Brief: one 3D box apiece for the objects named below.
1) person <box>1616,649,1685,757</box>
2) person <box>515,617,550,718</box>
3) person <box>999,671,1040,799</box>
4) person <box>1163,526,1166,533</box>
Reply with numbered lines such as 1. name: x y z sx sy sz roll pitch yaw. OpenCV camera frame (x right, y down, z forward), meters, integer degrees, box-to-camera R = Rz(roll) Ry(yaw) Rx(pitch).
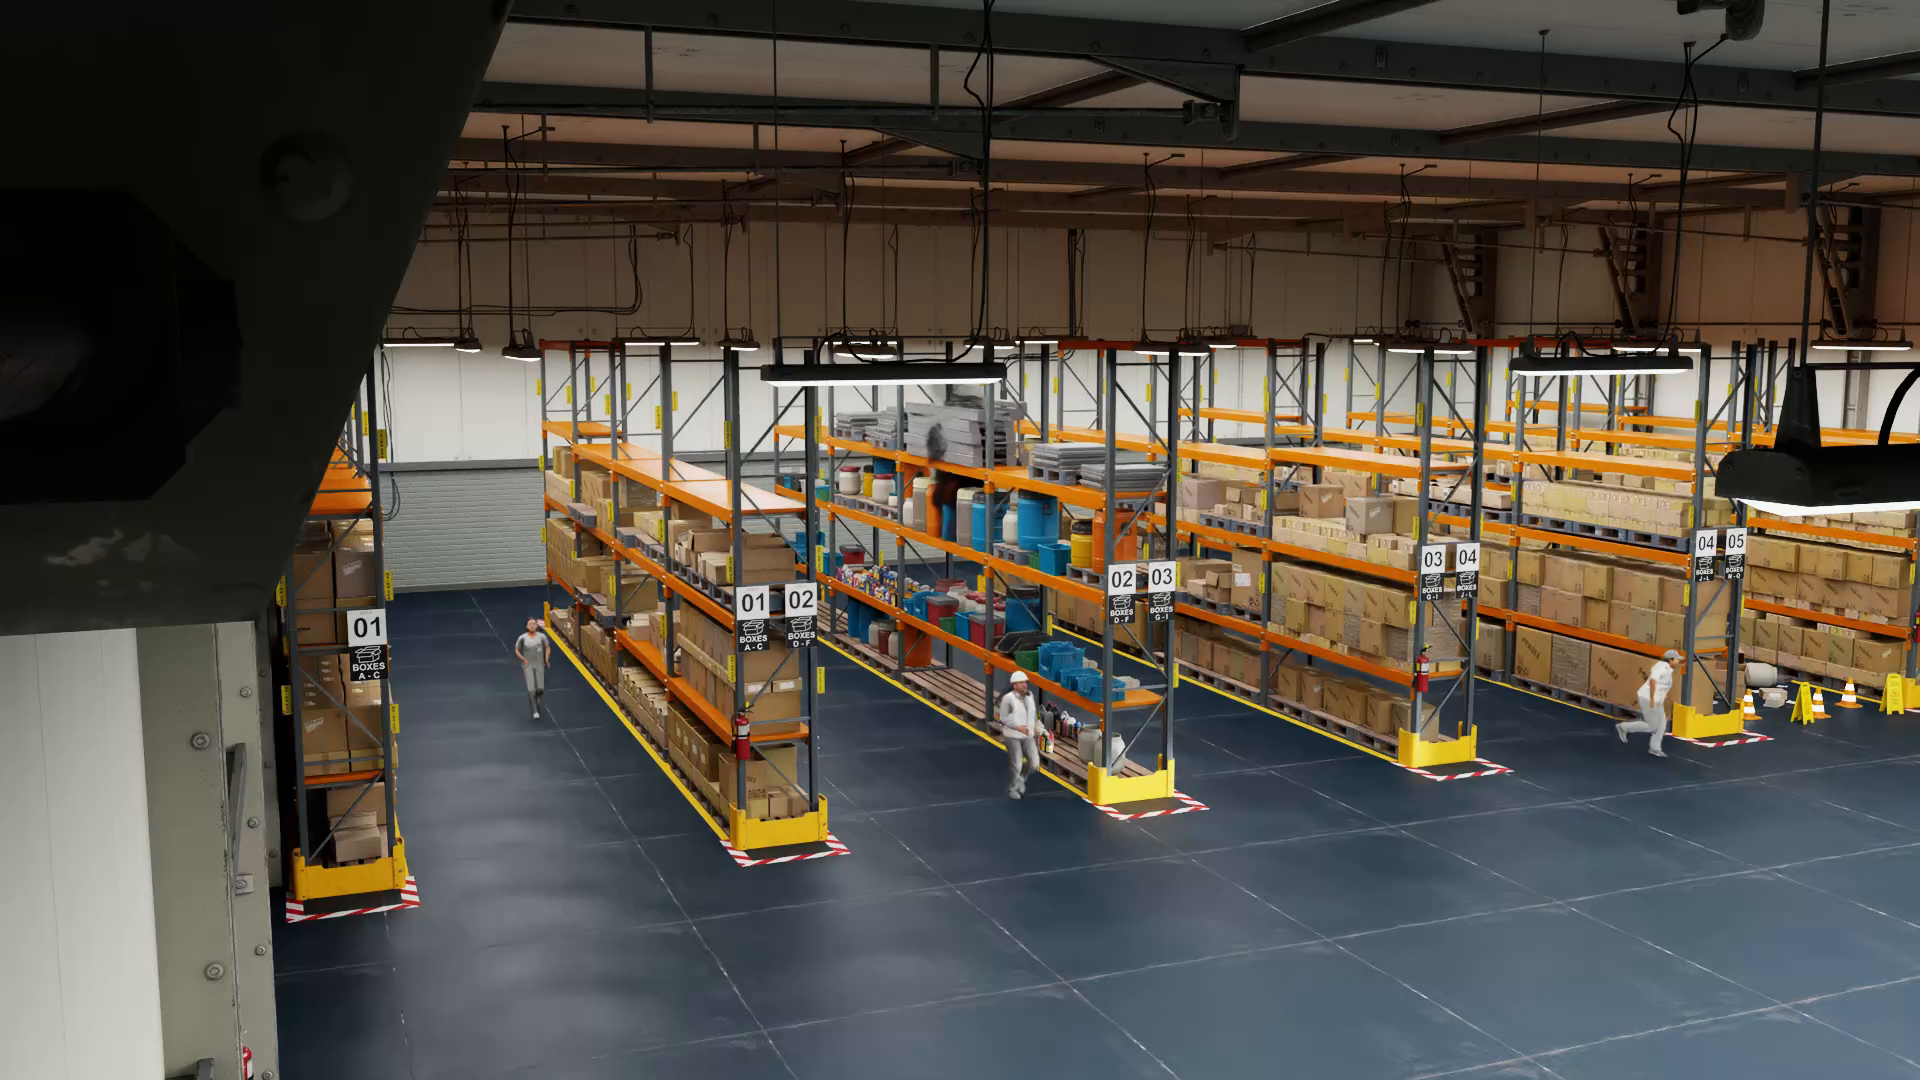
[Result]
1. person: 10.158 2.393 24.506 0.889 1.617 0.606 2 8 15
2. person: -6.894 2.047 26.872 0.565 1.630 0.572 -3 8 -19
3. person: 0.837 2.596 22.128 0.679 1.735 0.595 -5 9 -33
4. person: 5.223 0.116 41.382 0.555 1.725 0.708 -1 8 -9
